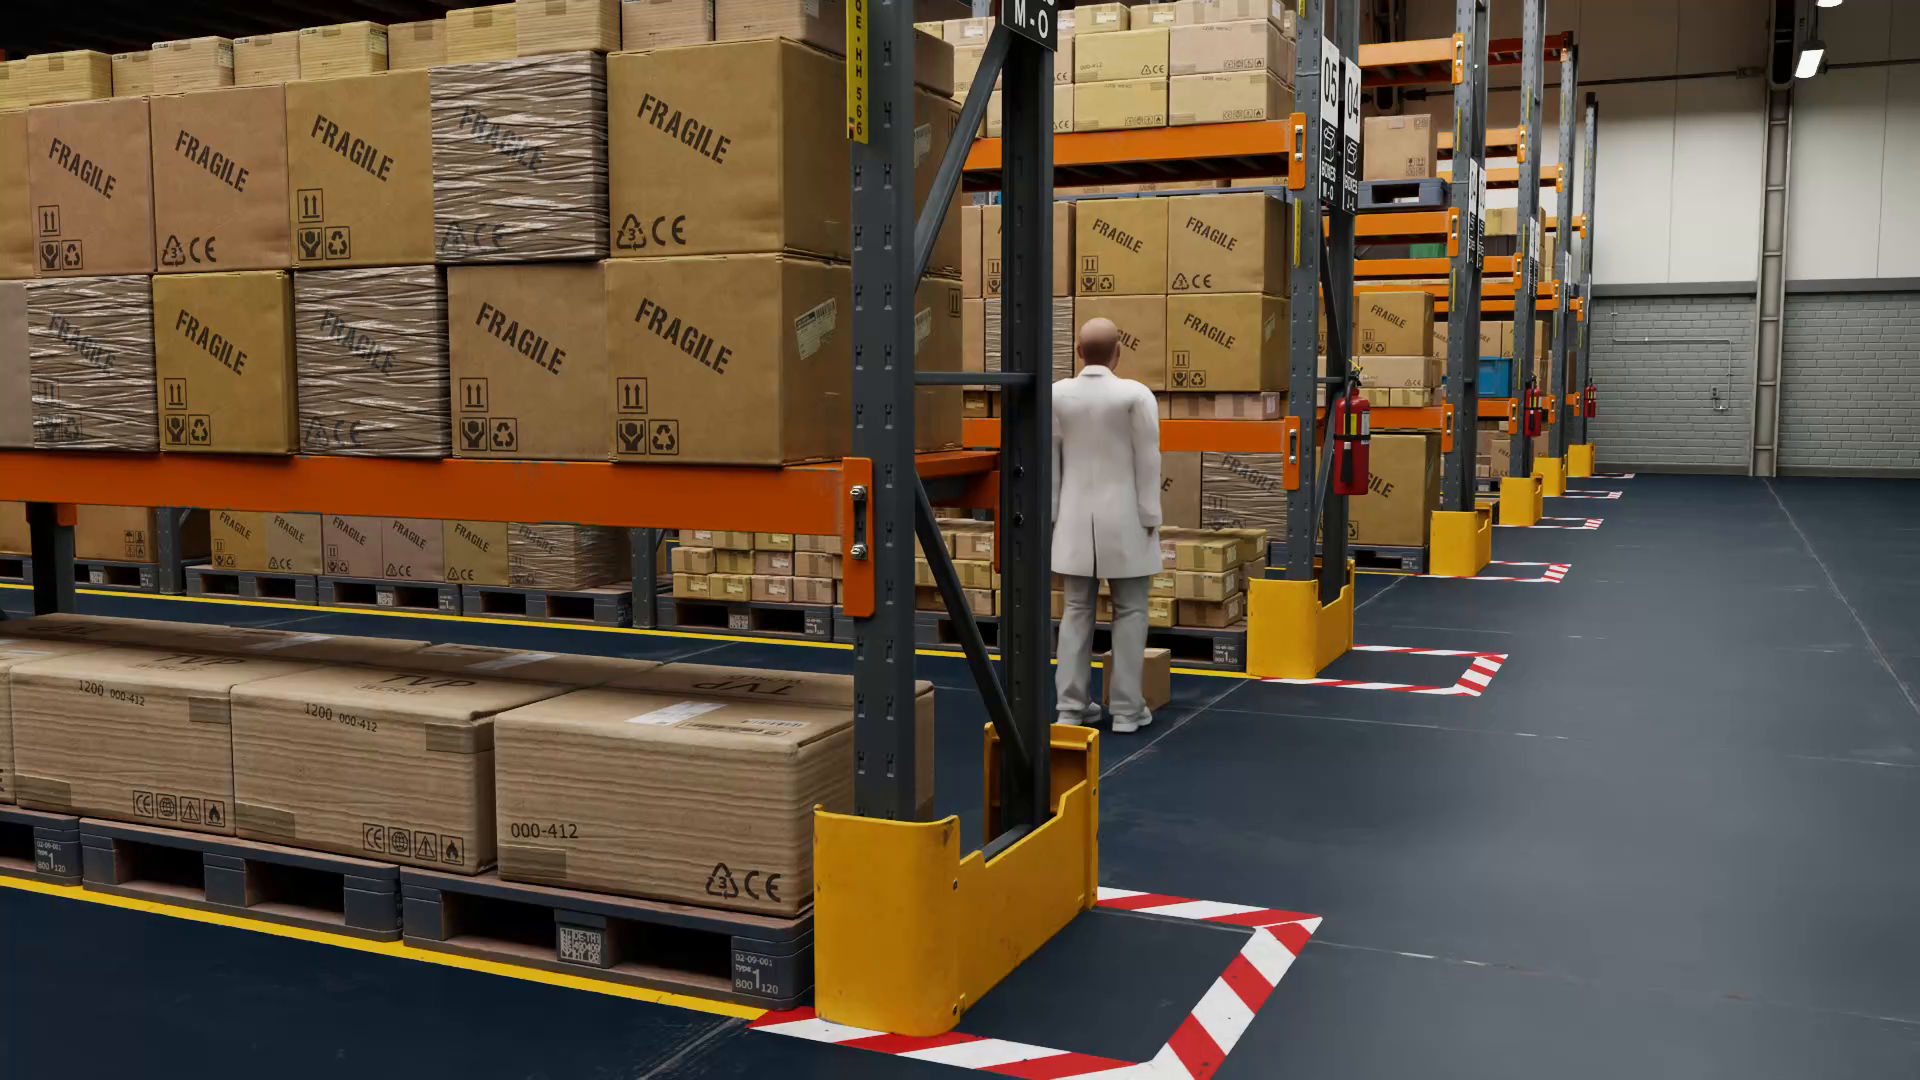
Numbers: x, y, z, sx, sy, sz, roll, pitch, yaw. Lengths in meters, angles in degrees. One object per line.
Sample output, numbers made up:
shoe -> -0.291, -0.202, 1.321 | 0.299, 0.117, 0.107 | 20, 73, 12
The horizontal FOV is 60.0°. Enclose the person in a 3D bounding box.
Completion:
person -> -2.745, -0.812, 15.027 | 13.256, 1.777, 11.766 | 3, 6, 25
